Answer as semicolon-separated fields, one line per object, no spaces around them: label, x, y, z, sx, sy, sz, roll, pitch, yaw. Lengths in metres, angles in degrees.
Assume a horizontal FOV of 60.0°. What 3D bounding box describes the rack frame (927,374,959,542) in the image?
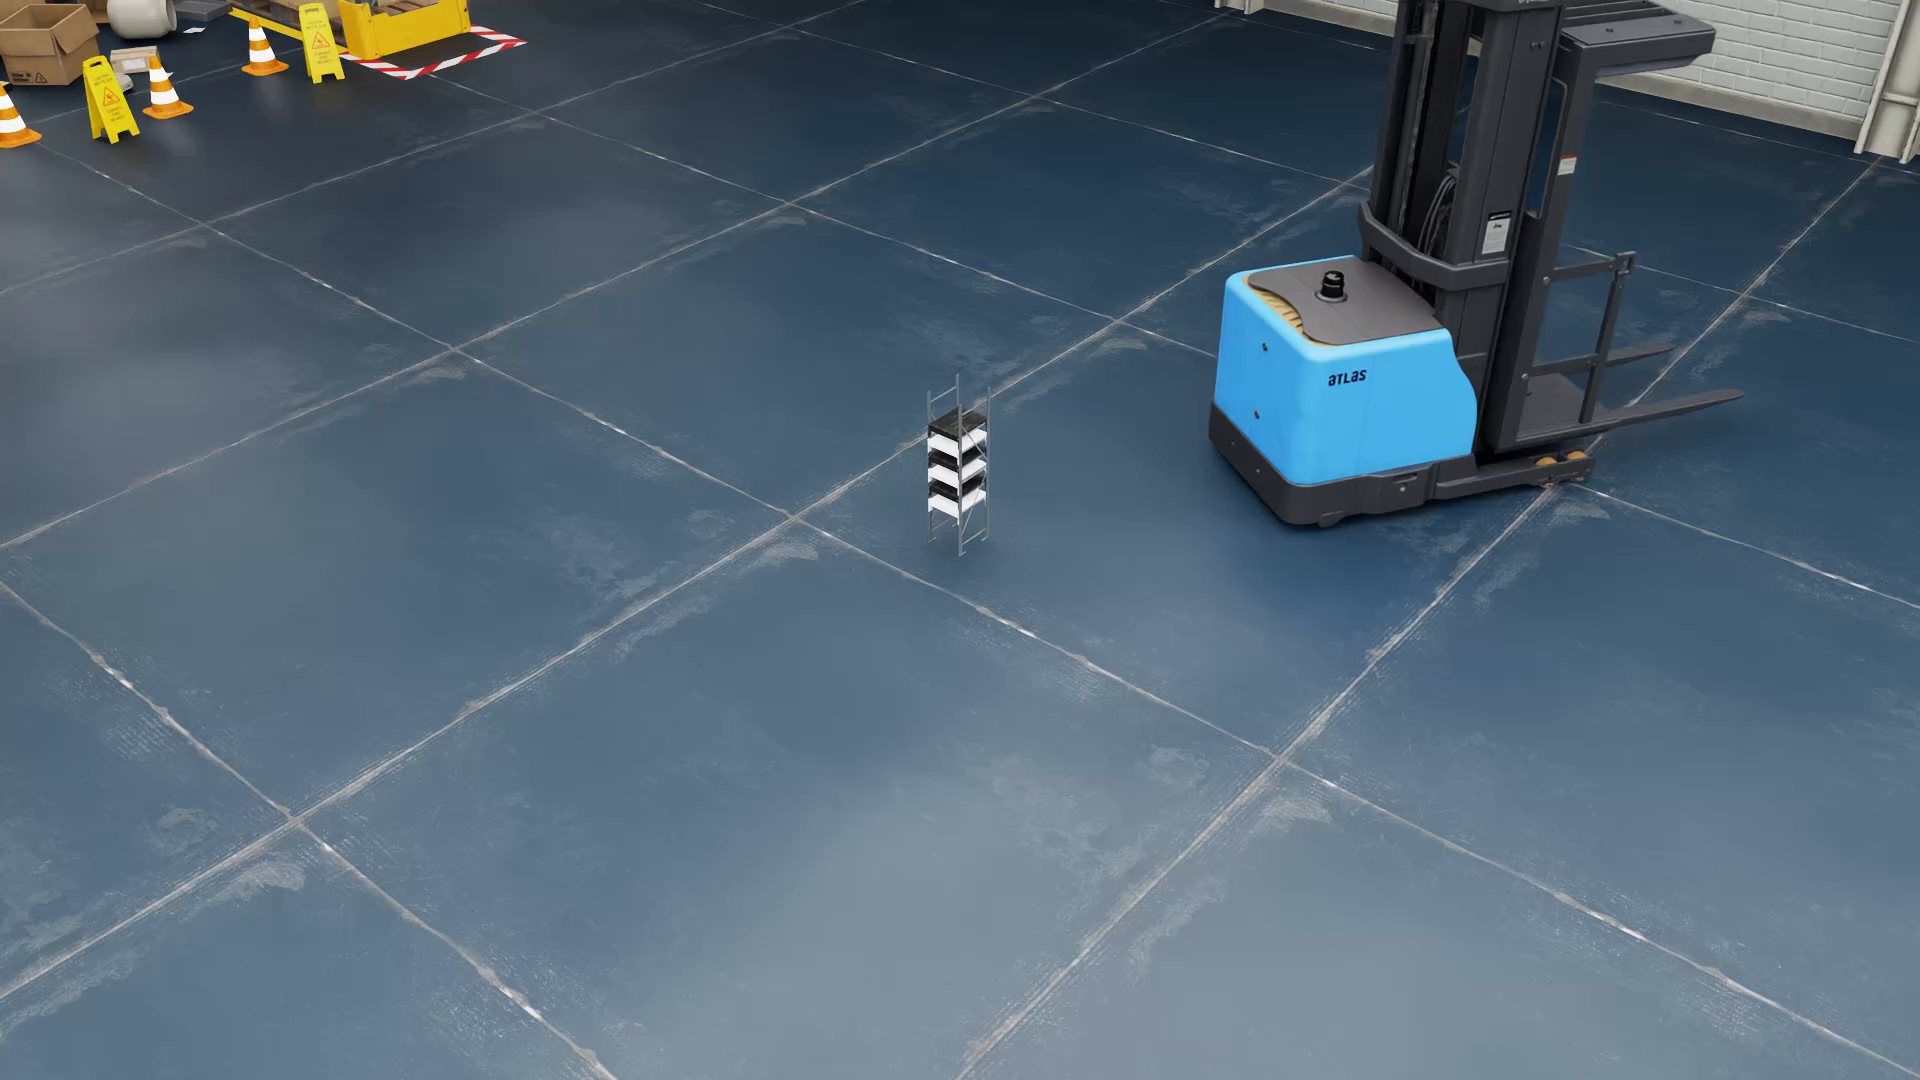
rack frame;-0.084;-0.411;8.553;0.006;0.900;0.240;25;42;32

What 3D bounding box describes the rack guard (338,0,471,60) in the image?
rack guard;-5.126;-4.863;15.389;0.348;0.500;1.175;25;42;32

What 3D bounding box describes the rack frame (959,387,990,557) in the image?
rack frame;0.072;-0.337;8.446;0.006;0.900;0.240;25;42;32

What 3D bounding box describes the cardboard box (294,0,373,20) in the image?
cardboard box;-5.879;-5.090;15.570;0.500;0.250;0.500;25;42;32

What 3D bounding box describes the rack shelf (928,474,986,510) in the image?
rack shelf;-0.006;-0.272;8.569;0.200;0.077;0.258;25;42;32

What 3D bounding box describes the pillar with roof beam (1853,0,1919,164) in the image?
pillar with roof beam;4.615;-4.924;7.971;0.400;9.000;9.100;25;42;32

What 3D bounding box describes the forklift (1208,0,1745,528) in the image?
forklift;2.988;-1.768;8.736;3.031;2.935;1.130;-11;36;-15

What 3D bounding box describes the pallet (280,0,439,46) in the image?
pallet;-5.727;-5.053;15.922;1.213;0.211;1.003;25;42;32

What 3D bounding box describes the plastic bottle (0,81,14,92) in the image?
plastic bottle;-8.375;-3.938;14.431;0.283;0.061;0.133;12;36;16

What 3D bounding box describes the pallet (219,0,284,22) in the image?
pallet;-6.661;-5.495;16.565;1.213;0.211;1.003;25;42;32

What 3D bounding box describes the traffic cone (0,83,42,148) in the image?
traffic cone;-7.656;-3.440;13.350;0.334;0.463;0.336;25;42;32

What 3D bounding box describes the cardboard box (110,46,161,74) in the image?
cardboard box;-7.367;-4.286;14.860;0.380;0.149;0.250;-12;36;-17

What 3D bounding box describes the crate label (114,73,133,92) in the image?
crate label;-7.316;-3.932;14.354;0.298;0.136;0.250;6;35;8

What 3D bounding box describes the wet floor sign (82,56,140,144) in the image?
wet floor sign;-6.868;-3.556;13.358;0.232;0.644;0.267;18;38;24

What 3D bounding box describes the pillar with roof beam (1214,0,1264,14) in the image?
pillar with roof beam;0.004;-7.098;11.136;0.400;9.000;9.100;25;42;32

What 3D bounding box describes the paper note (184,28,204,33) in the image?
paper note;-7.262;-4.840;15.771;0.148;0.019;0.142;12;36;16

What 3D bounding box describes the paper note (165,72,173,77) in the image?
paper note;-7.067;-4.118;14.719;0.142;0.019;0.148;12;36;16

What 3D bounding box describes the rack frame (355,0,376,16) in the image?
rack frame;-5.067;-5.866;14.641;0.127;3.000;1.000;25;42;32

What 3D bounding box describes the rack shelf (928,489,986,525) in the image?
rack shelf;-0.006;-0.198;8.620;0.200;0.077;0.258;25;42;32

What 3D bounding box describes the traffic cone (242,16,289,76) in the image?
traffic cone;-6.223;-4.414;14.769;0.334;0.463;0.336;25;42;32

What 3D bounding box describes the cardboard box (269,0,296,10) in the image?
cardboard box;-6.254;-5.272;15.835;0.500;0.250;0.500;25;42;32

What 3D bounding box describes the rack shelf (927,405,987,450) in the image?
rack shelf;-0.006;-0.569;8.366;0.200;0.077;0.258;25;42;32

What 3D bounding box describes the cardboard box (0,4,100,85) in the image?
cardboard box;-8.037;-4.371;14.671;0.637;0.503;0.797;0;34;0

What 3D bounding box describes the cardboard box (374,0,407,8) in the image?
cardboard box;-5.510;-5.318;15.902;0.500;0.250;0.500;25;42;31

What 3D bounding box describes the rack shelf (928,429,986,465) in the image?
rack shelf;-0.006;-0.495;8.417;0.200;0.077;0.258;25;42;32

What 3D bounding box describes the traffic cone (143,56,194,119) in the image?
traffic cone;-6.672;-3.808;13.887;0.334;0.463;0.336;25;42;32

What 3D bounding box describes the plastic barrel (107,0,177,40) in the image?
plastic barrel;-7.623;-4.893;15.501;0.512;0.421;0.421;-6;35;-8

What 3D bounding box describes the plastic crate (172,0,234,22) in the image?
plastic crate;-7.459;-5.186;16.230;0.583;0.080;0.402;12;36;16

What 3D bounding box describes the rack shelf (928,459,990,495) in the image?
rack shelf;-0.006;-0.346;8.518;0.200;0.077;0.258;25;42;32

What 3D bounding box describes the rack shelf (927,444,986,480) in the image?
rack shelf;-0.006;-0.421;8.467;0.200;0.077;0.258;25;42;32

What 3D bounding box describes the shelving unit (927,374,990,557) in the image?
shelving unit;-0.006;-0.374;8.500;0.210;0.900;0.258;25;42;32

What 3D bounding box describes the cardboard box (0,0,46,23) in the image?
cardboard box;-8.761;-4.762;15.120;0.503;0.637;0.797;25;42;32

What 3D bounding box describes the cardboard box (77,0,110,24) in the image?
cardboard box;-8.189;-5.305;16.031;0.500;0.500;0.500;-6;35;-8

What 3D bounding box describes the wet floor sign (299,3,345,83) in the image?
wet floor sign;-5.606;-4.361;14.530;0.267;0.644;0.232;-18;38;-25
